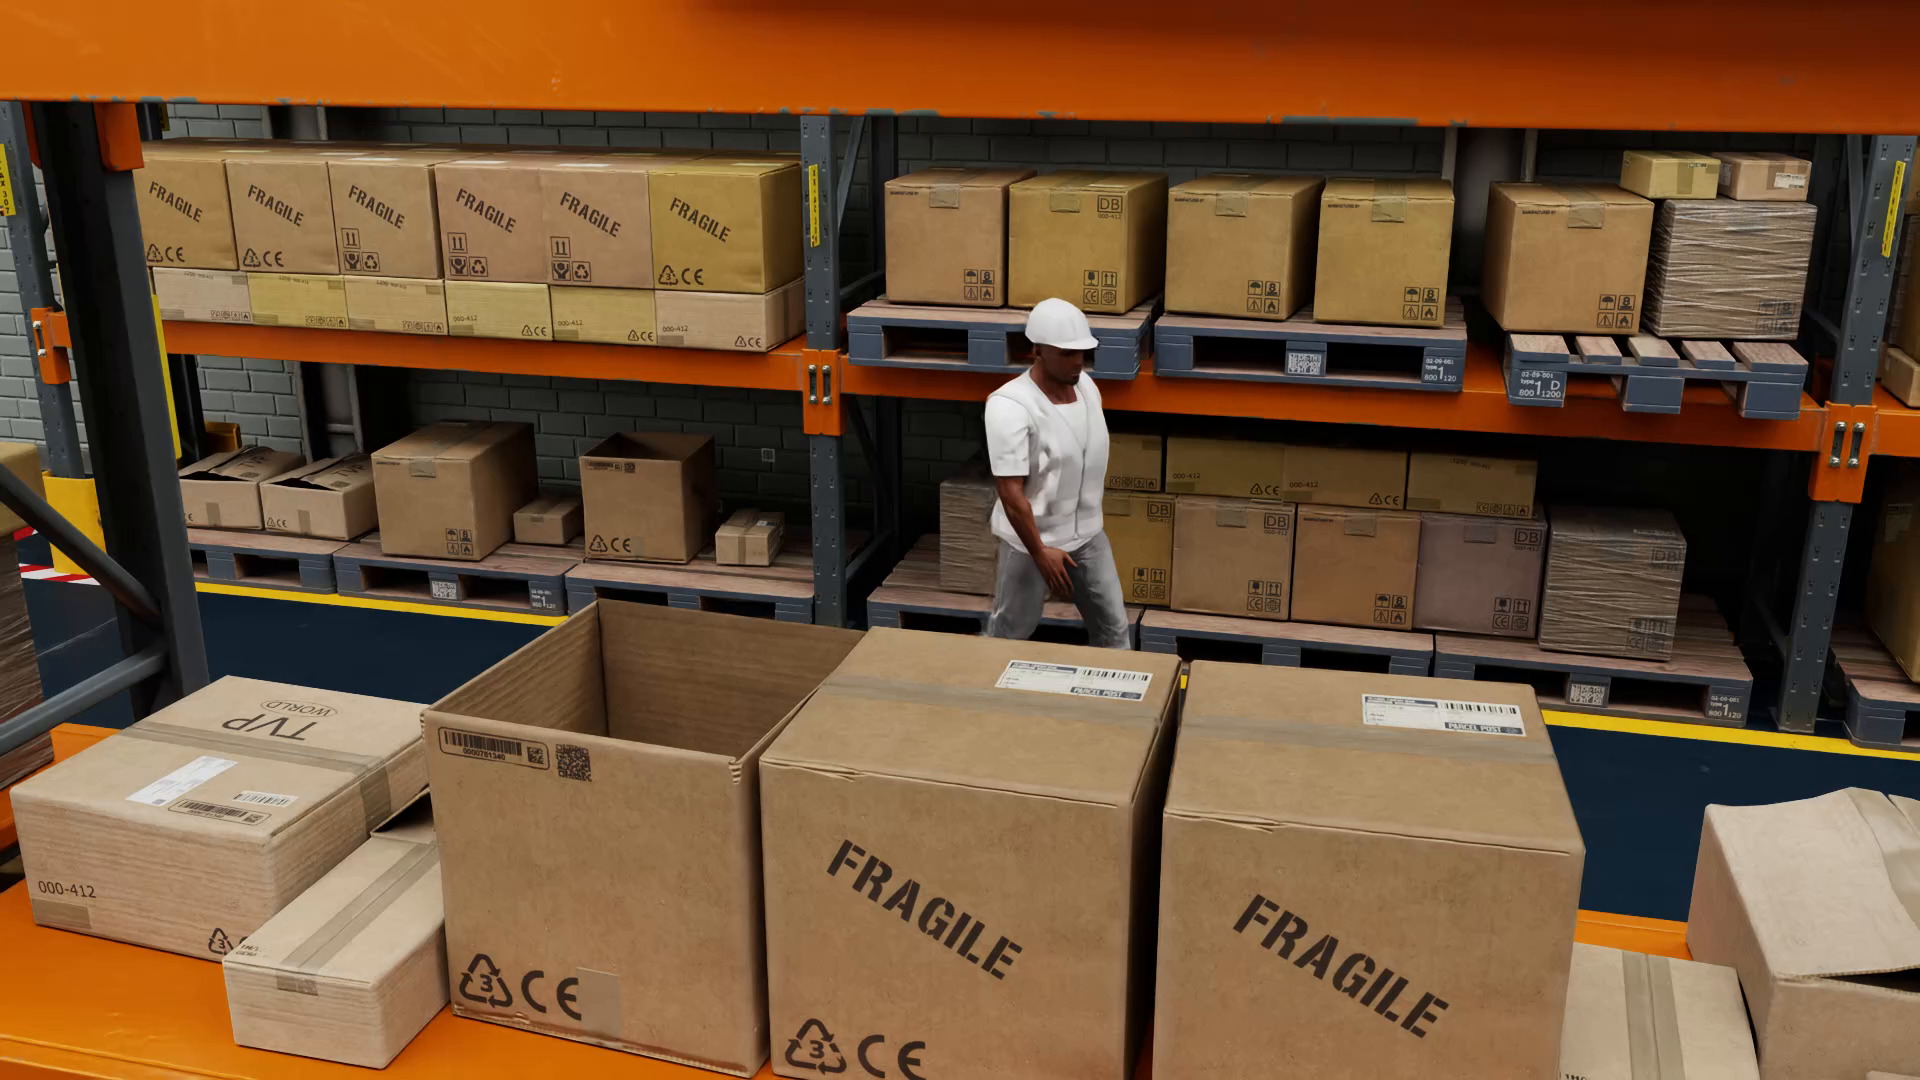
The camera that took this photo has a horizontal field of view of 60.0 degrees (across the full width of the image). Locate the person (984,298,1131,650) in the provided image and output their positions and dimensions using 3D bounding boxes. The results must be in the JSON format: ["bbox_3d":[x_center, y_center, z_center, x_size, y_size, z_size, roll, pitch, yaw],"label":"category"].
[{"bbox_3d":[0.388,-0.017,6.045,0.667,1.741,0.708,-14,23,-36],"label":"person"}]
